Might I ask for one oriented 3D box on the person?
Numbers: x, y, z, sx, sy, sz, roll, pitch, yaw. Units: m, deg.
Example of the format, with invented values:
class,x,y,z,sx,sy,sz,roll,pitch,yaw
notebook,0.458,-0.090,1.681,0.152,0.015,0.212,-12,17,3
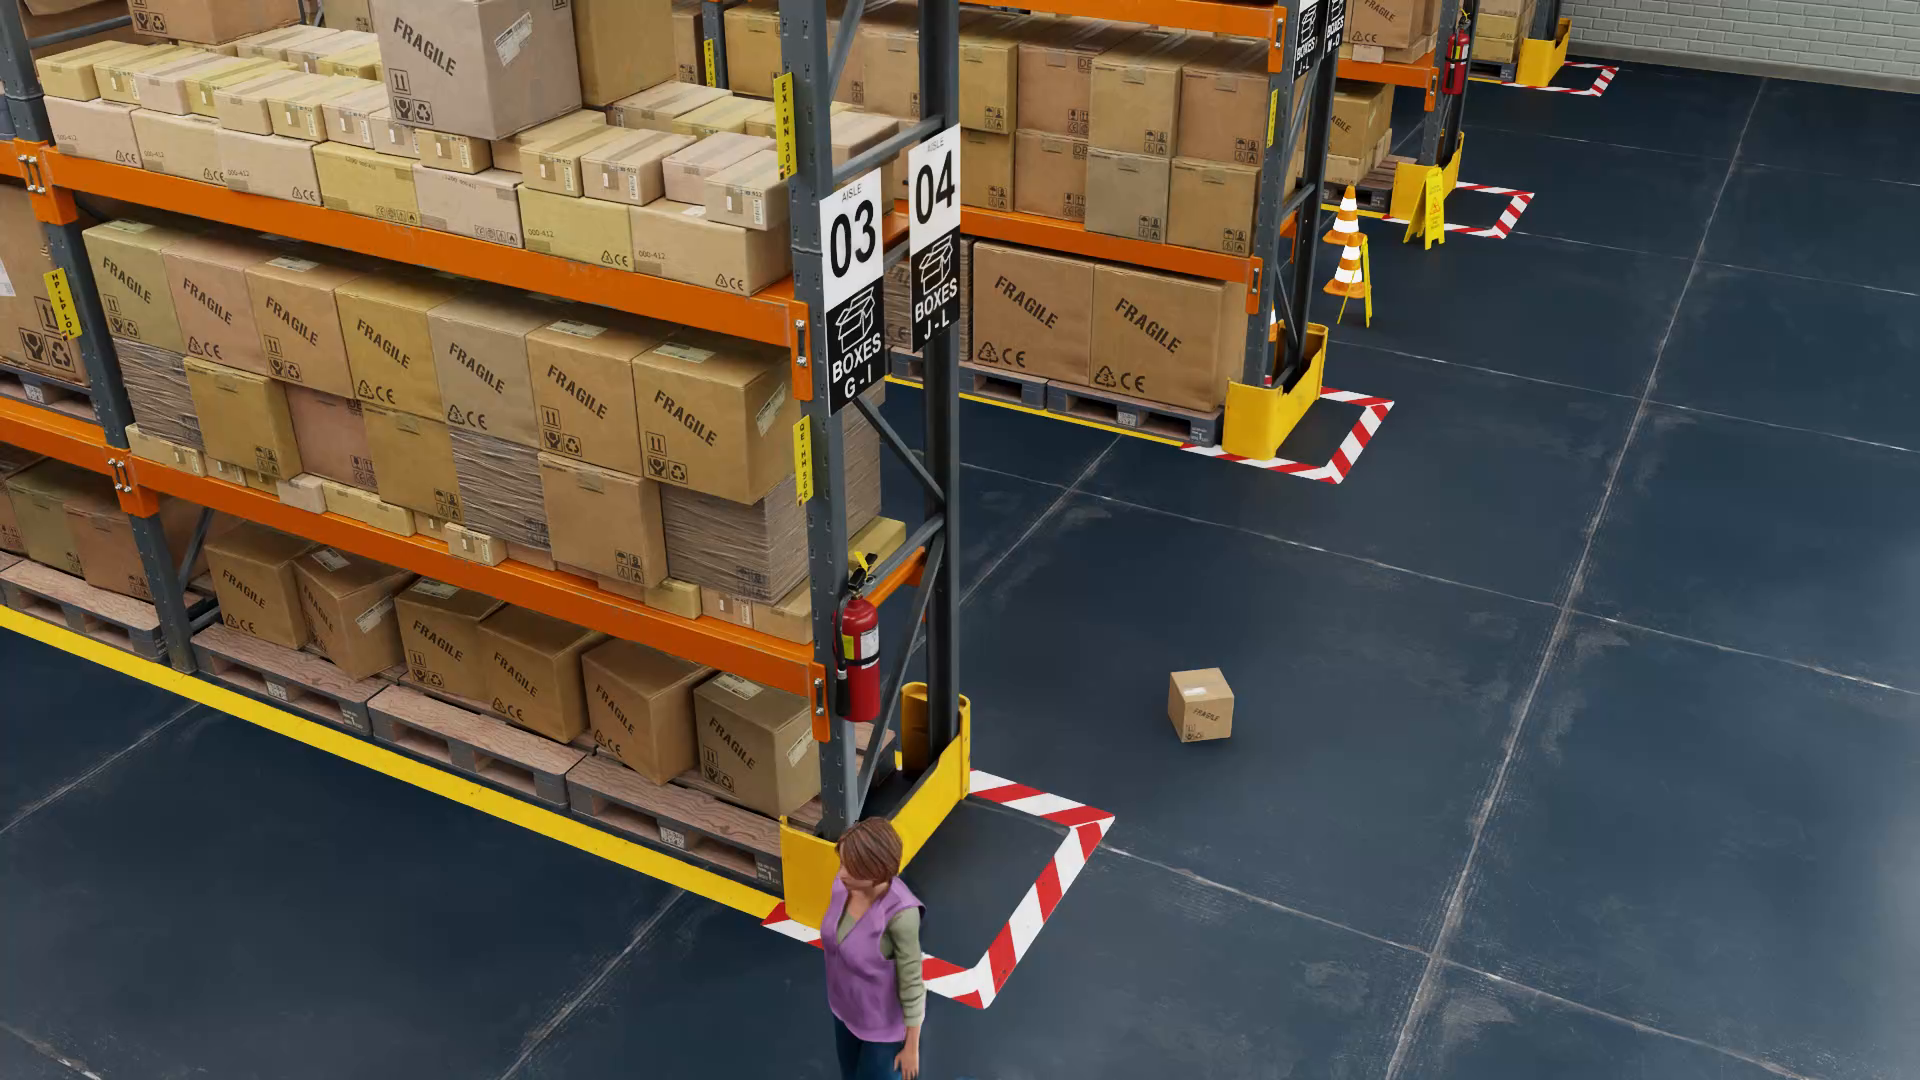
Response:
class,x,y,z,sx,sy,sz,roll,pitch,yaw
person,-0.249,1.577,5.572,0.457,1.575,0.464,-20,36,-31
